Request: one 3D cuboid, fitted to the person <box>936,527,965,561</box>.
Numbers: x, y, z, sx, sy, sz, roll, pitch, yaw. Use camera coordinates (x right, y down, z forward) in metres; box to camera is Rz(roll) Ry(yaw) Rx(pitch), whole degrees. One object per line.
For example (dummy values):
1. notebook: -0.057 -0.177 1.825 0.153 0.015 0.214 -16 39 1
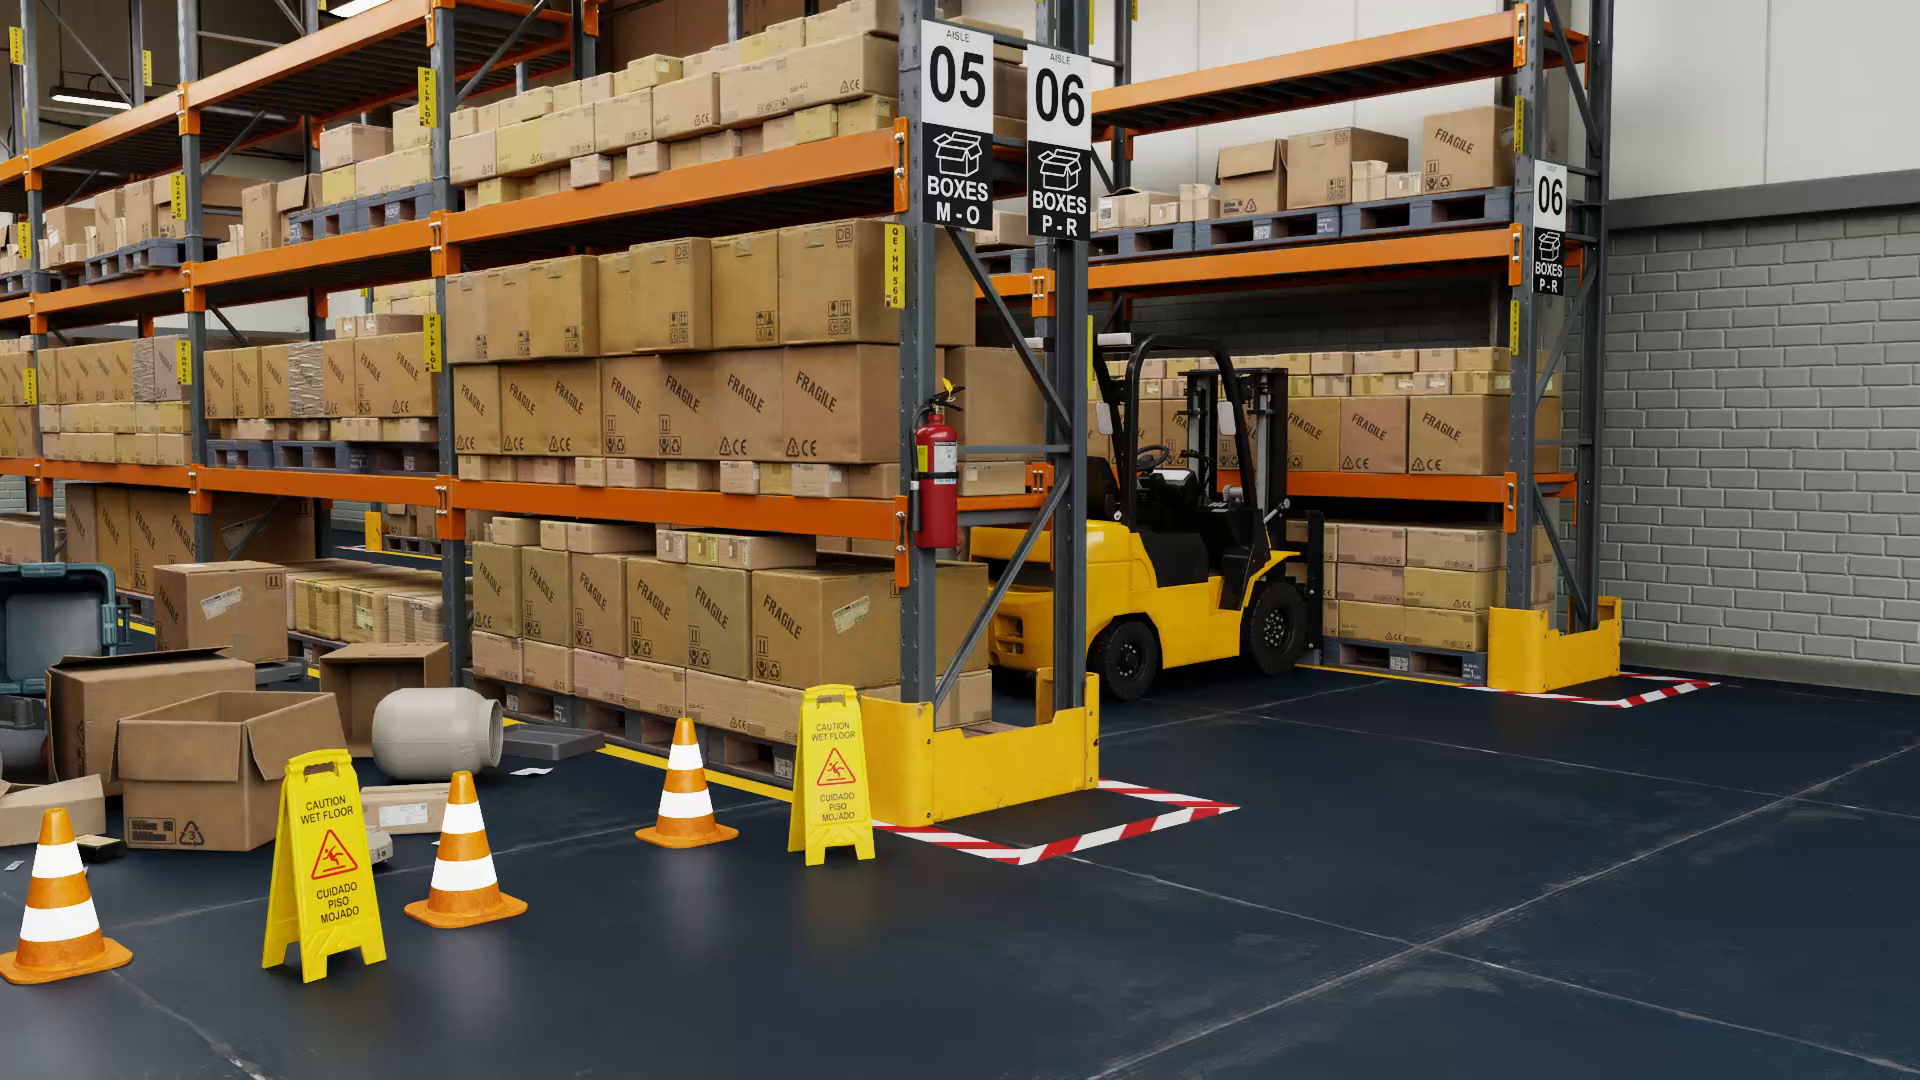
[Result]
1. person: -0.230 -0.053 11.493 0.588 1.748 0.433 4 5 43
